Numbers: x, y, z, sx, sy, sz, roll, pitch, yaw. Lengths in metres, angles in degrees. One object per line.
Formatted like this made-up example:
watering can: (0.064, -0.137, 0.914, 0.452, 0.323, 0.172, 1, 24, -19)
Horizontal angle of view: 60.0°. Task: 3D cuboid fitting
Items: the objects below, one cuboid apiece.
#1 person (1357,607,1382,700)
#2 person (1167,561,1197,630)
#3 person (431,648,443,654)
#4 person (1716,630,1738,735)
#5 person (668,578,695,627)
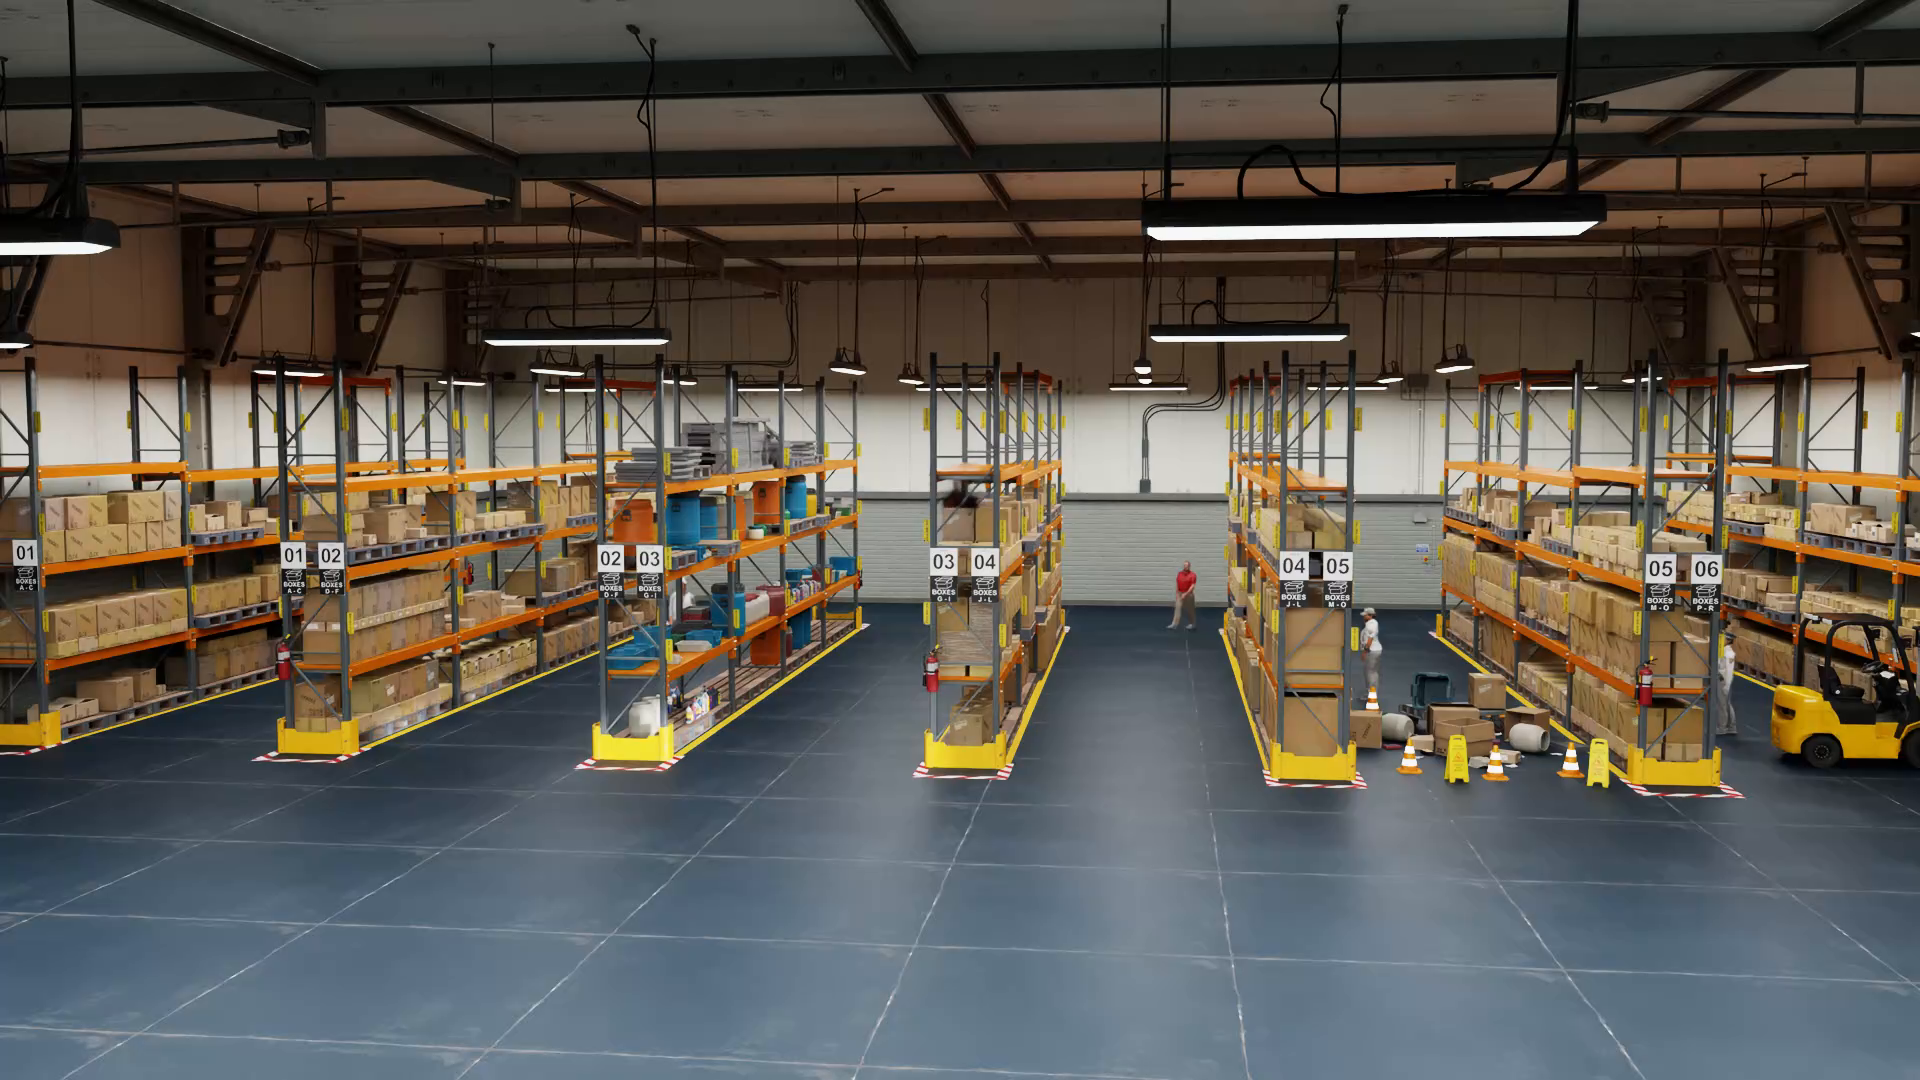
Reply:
person: (7.400, 2.049, 29.996, 0.412, 1.674, 0.500, 2, 4, 23)
person: (5.308, 1.334, 39.733, 0.657, 1.662, 1.093, 3, 5, 38)
person: (-11.391, 1.616, 36.143, 0.443, 1.680, 0.462, 1, 4, 14)
person: (12.268, 2.277, 26.709, 0.421, 1.692, 0.511, 2, 5, 31)
person: (-5.840, 1.670, 34.834, 0.525, 1.734, 0.984, 0, 4, 5)
